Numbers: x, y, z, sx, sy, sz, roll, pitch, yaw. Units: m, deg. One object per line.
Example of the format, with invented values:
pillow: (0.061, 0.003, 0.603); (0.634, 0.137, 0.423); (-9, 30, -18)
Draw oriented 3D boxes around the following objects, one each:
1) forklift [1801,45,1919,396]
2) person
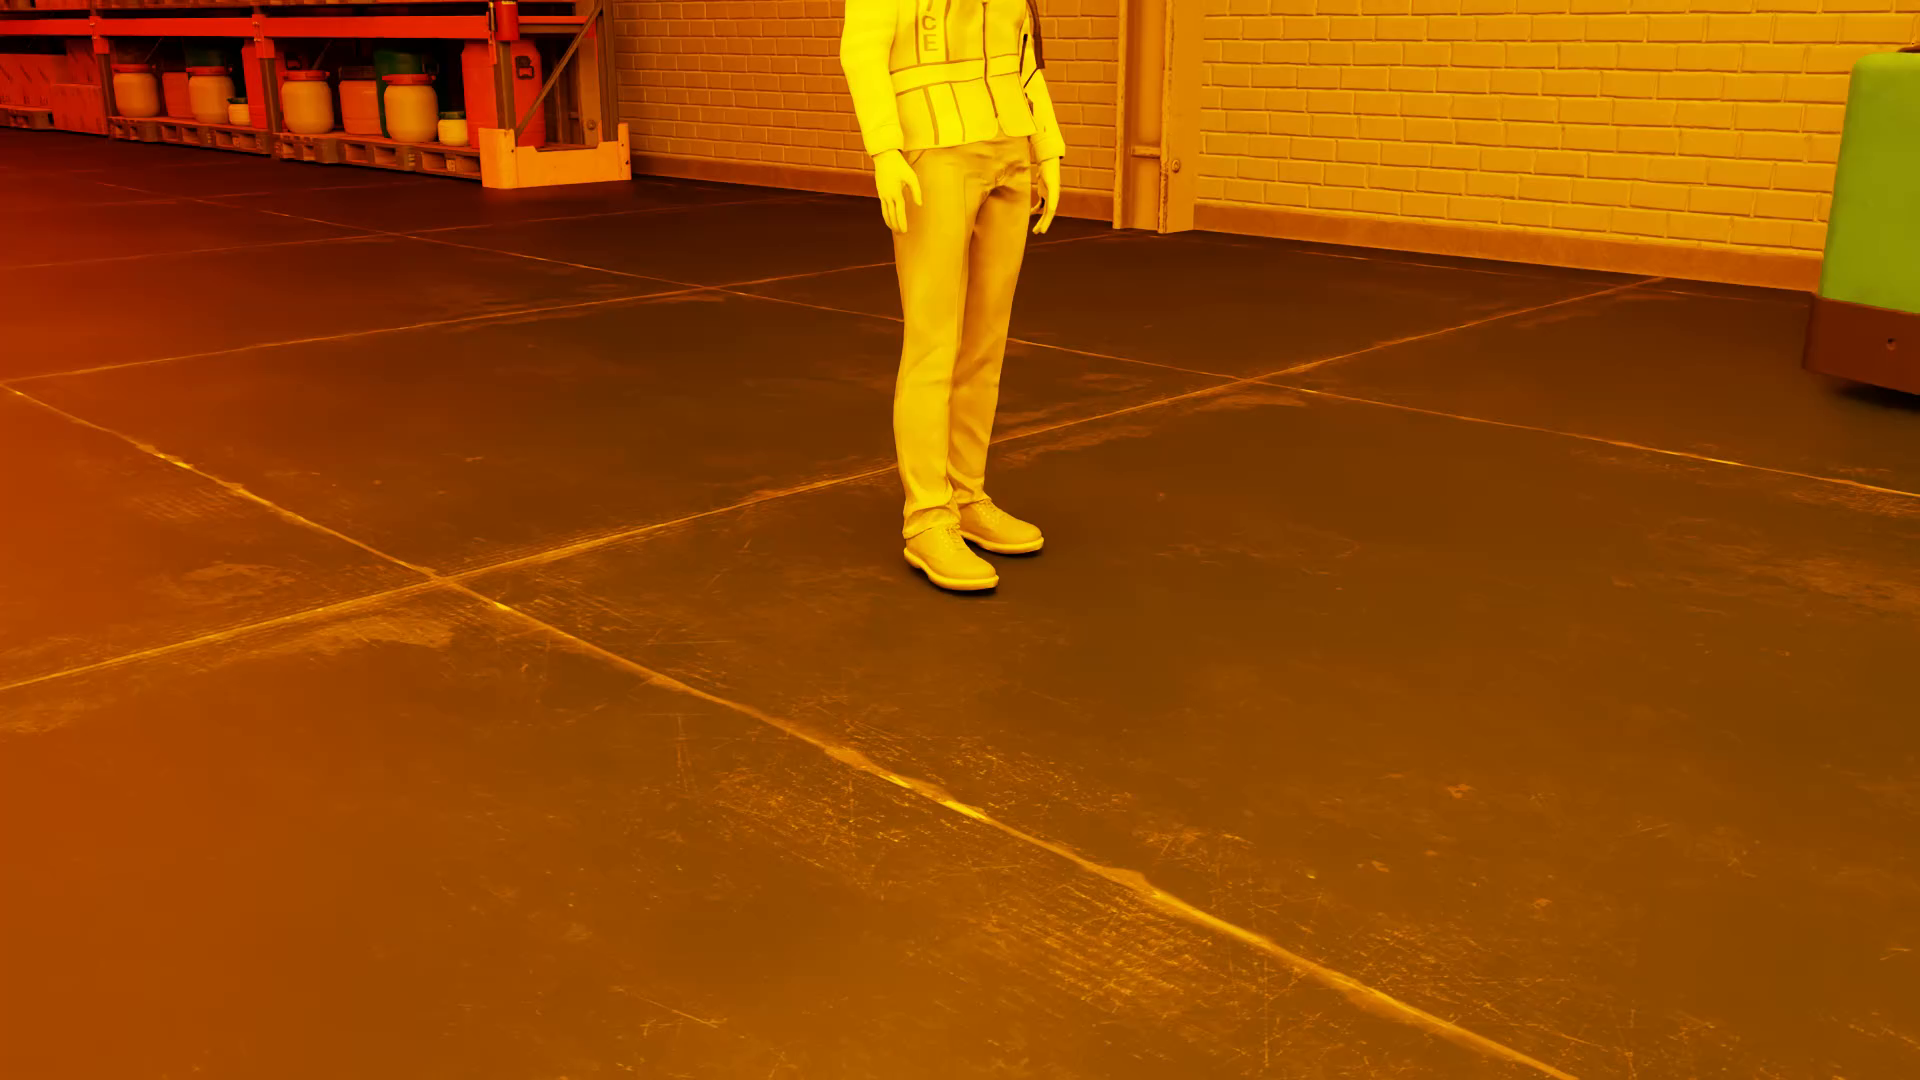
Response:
forklift: (4.344, -1.933, 5.191); (3.031, 2.935, 1.130); (-7, 18, -21)
person: (0.044, -0.801, 3.593); (0.531, 1.695, 0.588); (16, 23, 42)
